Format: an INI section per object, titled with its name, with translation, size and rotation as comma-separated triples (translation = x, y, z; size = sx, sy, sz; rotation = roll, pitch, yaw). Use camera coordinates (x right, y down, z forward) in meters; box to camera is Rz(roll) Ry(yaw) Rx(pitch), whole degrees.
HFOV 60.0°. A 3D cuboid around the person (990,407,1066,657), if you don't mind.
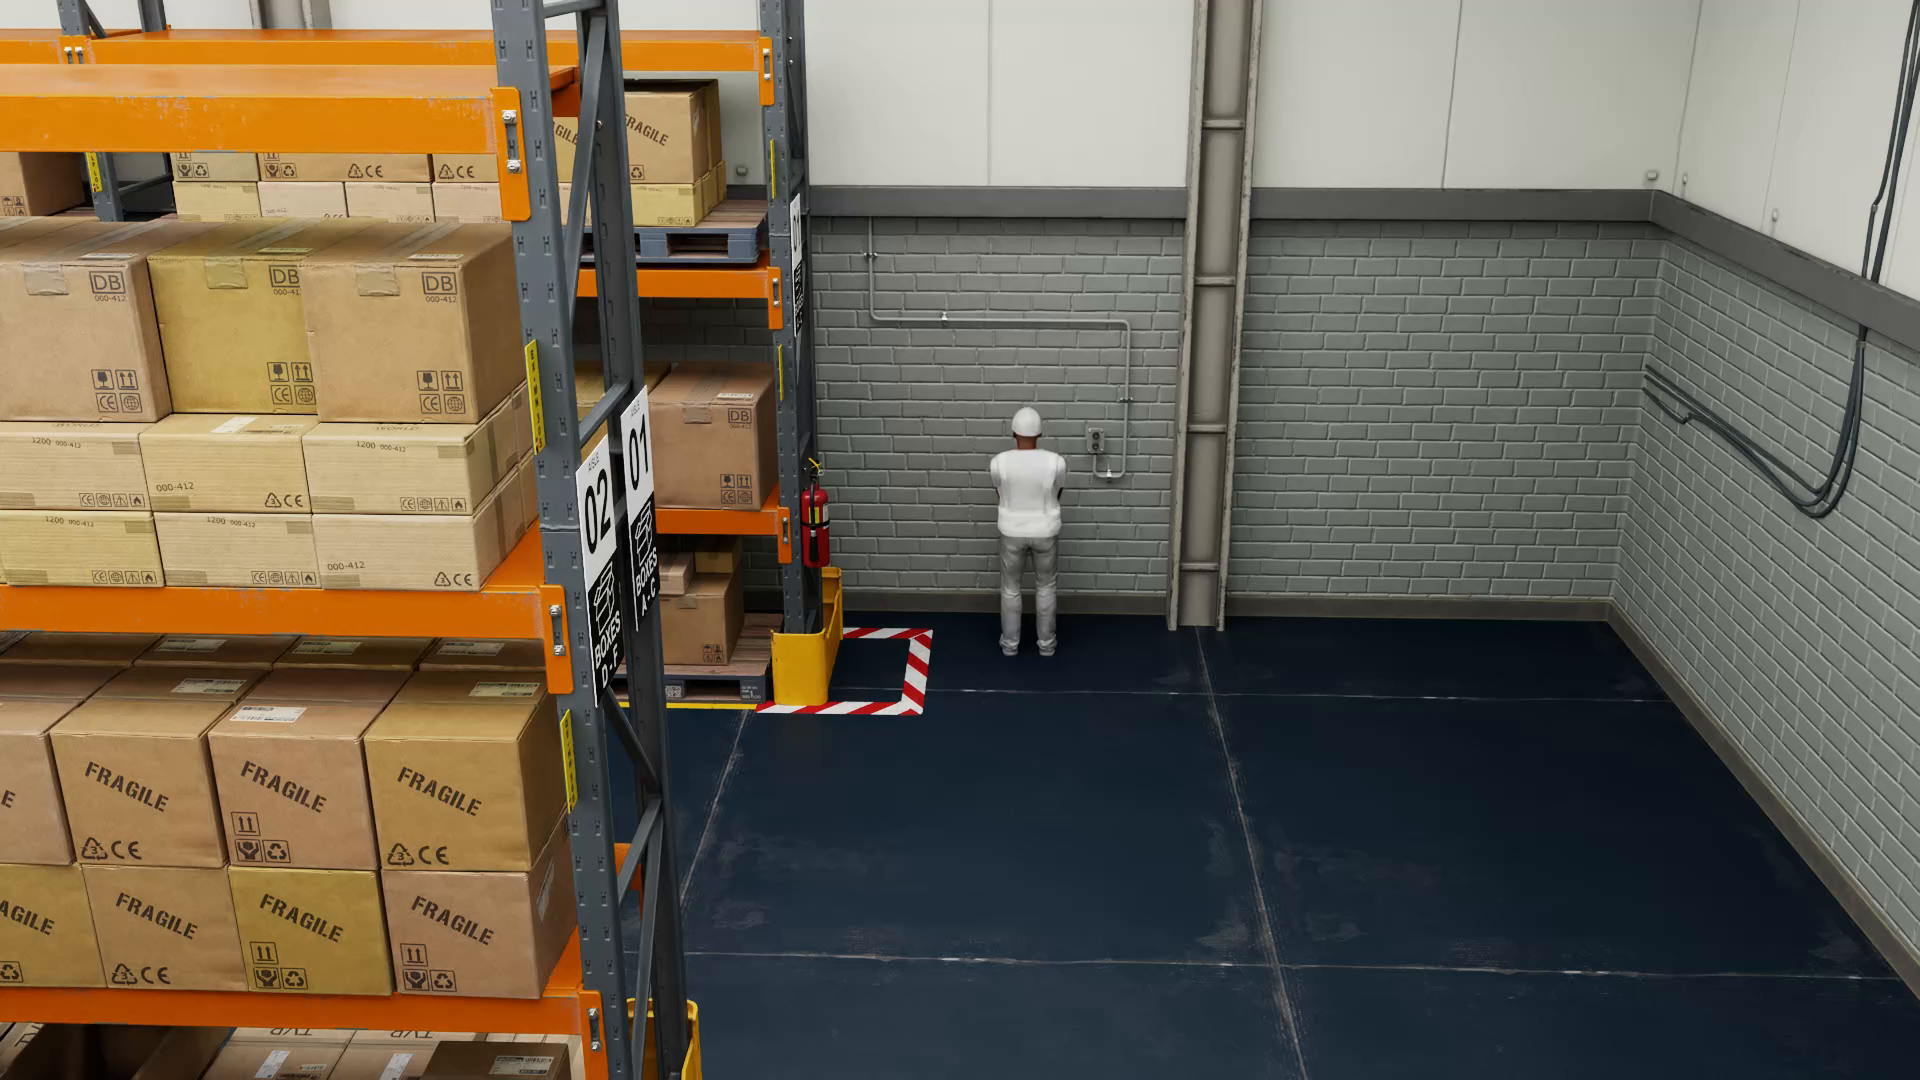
[person]
translation = 0.458, -0.091, 11.294
size = 0.503, 1.760, 0.586
rotation = 1, 21, 3
